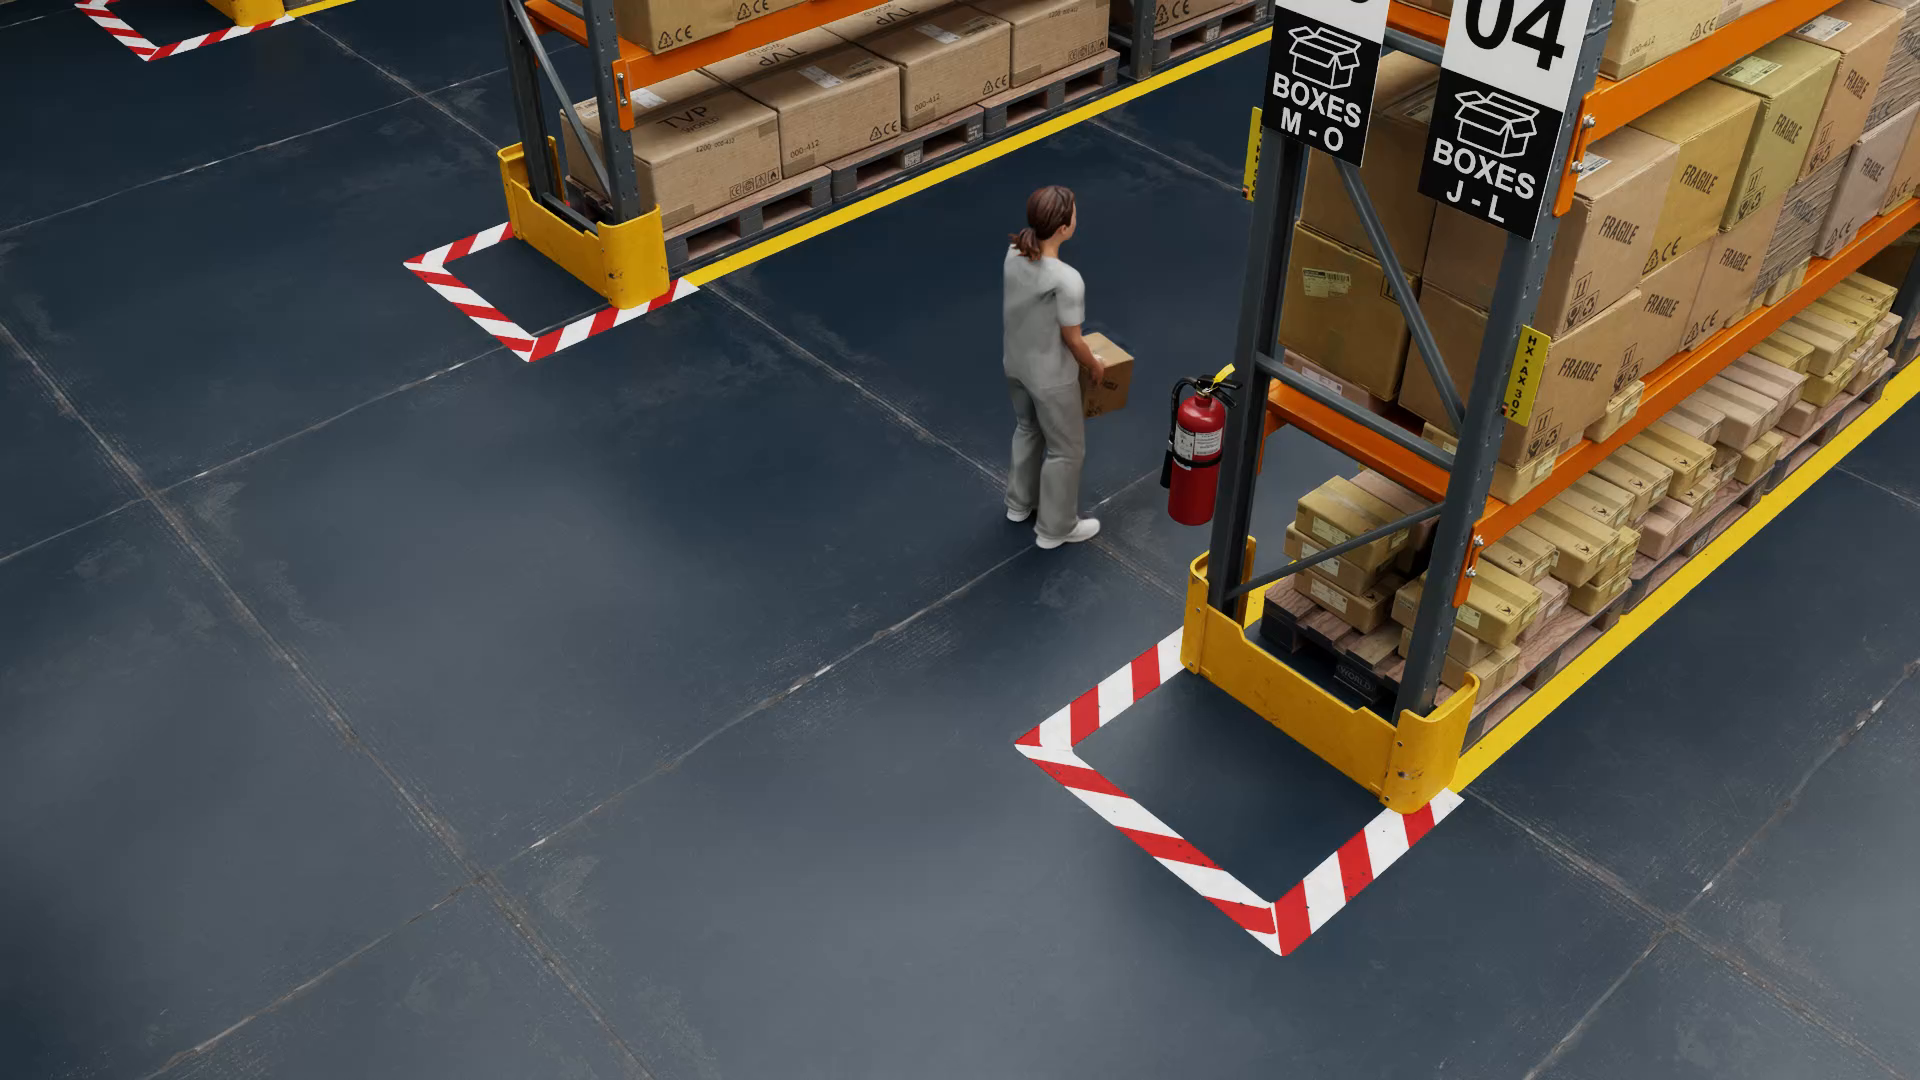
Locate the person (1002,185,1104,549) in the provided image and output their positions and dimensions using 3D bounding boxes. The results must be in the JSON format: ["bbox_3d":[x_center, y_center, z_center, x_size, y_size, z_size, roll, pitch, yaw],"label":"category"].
[{"bbox_3d":[0.372,-0.729,7.023,0.378,1.676,0.467,-24,46,-26],"label":"person"}]
